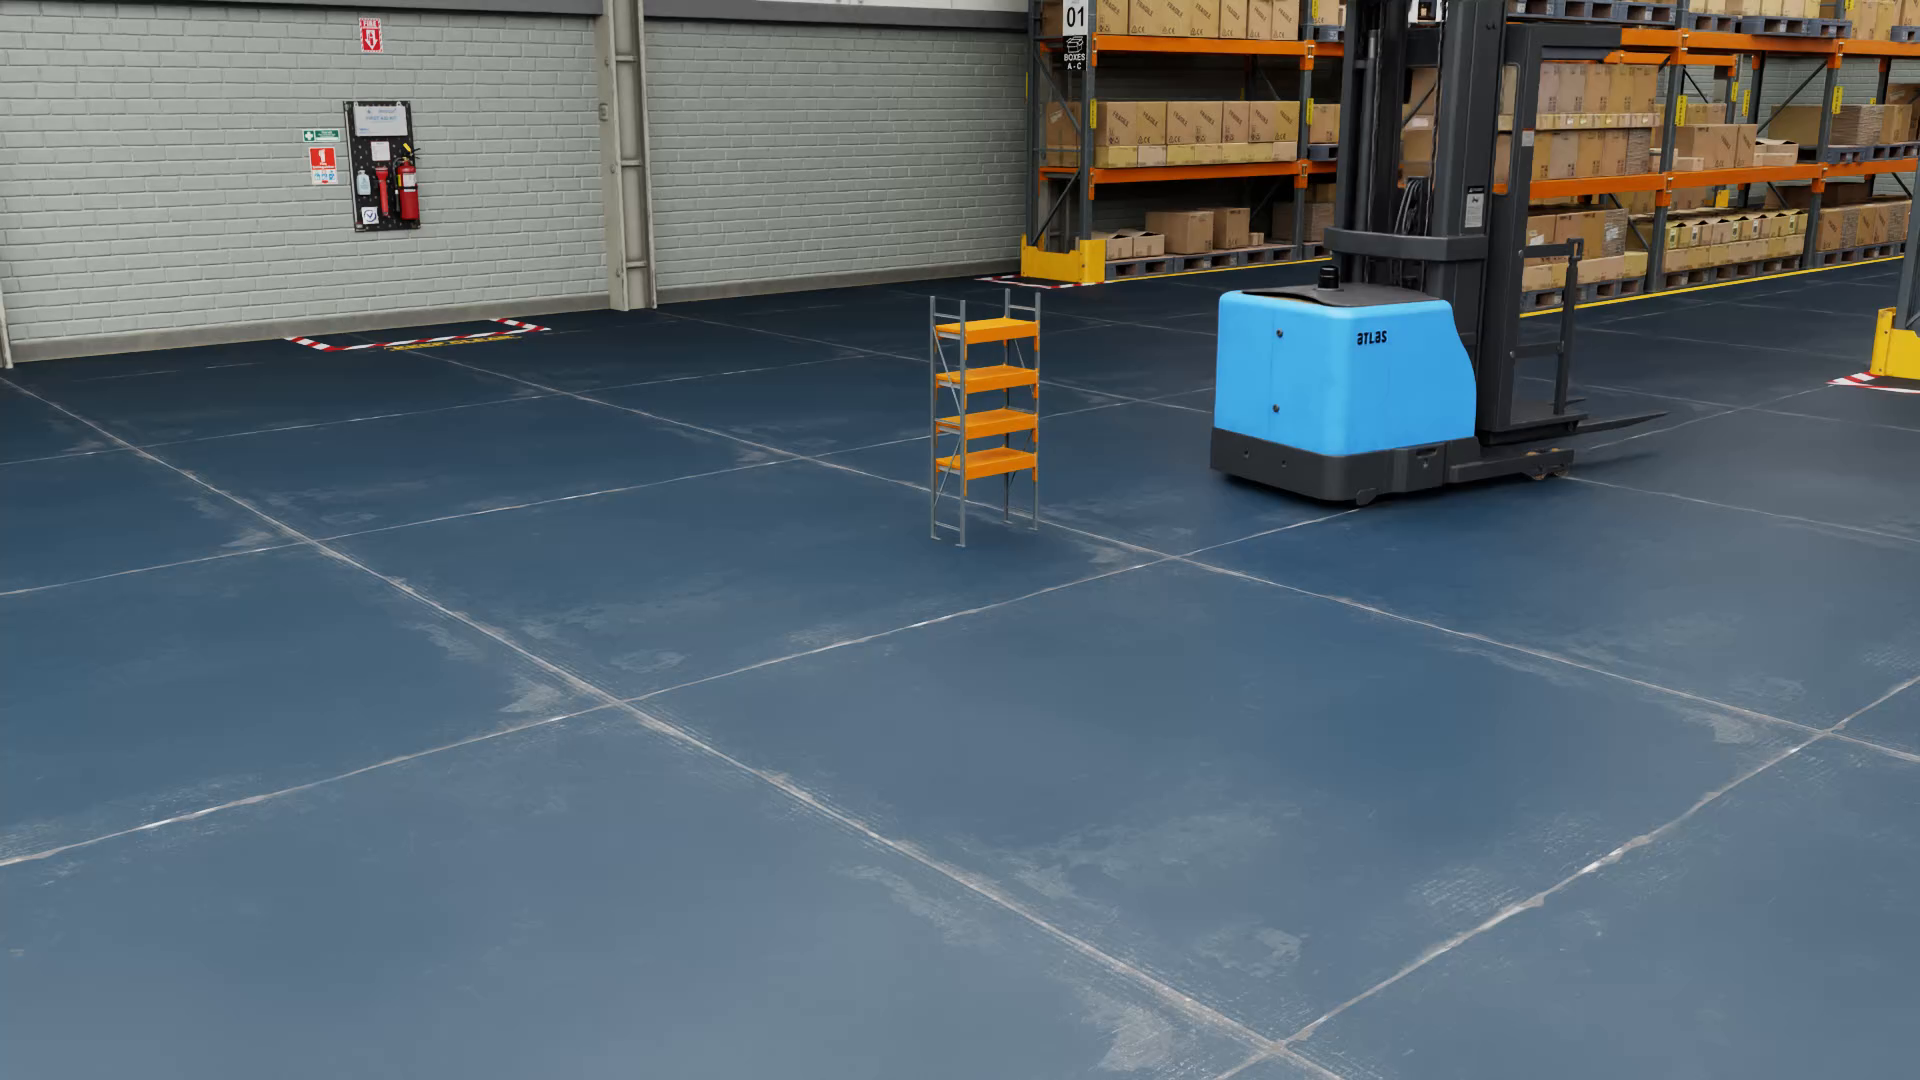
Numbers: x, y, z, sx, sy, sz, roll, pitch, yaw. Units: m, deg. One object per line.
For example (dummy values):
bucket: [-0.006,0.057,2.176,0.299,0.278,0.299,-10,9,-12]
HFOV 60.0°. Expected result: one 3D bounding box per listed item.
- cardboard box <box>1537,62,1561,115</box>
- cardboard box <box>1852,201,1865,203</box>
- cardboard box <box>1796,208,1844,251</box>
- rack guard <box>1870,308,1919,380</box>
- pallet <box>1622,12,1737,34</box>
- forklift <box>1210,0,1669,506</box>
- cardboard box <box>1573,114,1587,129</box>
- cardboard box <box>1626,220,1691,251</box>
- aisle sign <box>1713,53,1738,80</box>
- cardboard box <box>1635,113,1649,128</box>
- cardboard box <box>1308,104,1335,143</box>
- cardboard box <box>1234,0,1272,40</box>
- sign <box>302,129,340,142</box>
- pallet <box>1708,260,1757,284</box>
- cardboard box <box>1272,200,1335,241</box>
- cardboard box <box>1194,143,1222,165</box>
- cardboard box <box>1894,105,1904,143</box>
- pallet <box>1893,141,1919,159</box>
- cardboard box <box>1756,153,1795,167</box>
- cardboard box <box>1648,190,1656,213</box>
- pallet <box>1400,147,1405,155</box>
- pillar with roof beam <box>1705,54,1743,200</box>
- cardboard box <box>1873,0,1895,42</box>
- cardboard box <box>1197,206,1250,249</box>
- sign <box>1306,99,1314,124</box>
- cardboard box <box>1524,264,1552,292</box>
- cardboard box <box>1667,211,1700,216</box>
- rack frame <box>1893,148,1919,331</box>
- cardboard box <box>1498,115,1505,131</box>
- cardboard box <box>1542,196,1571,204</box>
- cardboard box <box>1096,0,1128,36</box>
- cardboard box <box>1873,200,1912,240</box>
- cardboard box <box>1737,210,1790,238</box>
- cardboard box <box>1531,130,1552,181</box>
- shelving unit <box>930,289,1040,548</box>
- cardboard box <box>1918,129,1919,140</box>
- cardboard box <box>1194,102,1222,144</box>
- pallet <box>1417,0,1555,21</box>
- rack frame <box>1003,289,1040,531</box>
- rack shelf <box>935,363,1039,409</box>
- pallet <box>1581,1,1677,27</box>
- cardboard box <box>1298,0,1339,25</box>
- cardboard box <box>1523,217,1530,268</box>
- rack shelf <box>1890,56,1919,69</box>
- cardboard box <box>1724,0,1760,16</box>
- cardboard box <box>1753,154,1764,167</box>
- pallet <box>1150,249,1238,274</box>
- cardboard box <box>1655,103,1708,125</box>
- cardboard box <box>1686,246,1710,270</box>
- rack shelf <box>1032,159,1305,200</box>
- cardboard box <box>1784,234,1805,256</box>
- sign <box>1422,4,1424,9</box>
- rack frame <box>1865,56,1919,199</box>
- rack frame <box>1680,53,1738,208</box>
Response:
cardboard box: [5.601,-4.561,16.804,0.500,0.500,0.700,-13,19,-39]
cardboard box: [12.178,-4.452,23.096,0.500,0.500,0.500,-12,19,-39]
cardboard box: [10.994,-4.006,21.426,0.500,0.500,0.500,-12,19,-37]
rack guard: [7.703,-1.474,12.799,0.348,0.500,1.175,-13,19,-39]
pallet: [8.102,-5.811,18.750,1.217,0.209,0.805,-14,20,-42]
forklift: [2.955,-1.861,9.538,3.031,2.935,1.130,-9,17,-31]
cardboard box: [6.223,-4.316,17.143,0.250,0.149,0.380,-12,19,-38]
cardboard box: [7.920,-3.469,18.852,0.500,0.311,0.500,-13,19,-39]
aisle sign: [13.494,-8.508,29.253,0.004,0.787,0.394,-13,19,-39]
cardboard box: [7.193,-4.535,17.963,0.250,0.149,0.380,-13,20,-41]
cardboard box: [4.597,-5.606,22.380,0.500,0.500,0.700,-13,19,-39]
cardboard box: [3.582,-6.556,20.937,0.500,0.500,0.500,14,20,42]
sign: [-5.758,-3.646,14.992,0.331,0.109,0.001,-13,19,-39]
pallet: [8.896,-3.295,20.177,1.213,0.211,1.003,-13,19,-39]
cardboard box: [4.735,-4.399,22.896,0.500,0.500,0.700,-12,19,-38]
cardboard box: [2.903,-4.807,20.687,0.500,0.250,0.500,-12,19,-39]
cardboard box: [12.499,-5.743,22.930,0.500,0.500,0.700,-9,17,-31]
pallet: [12.806,-5.450,23.215,1.213,0.211,1.003,-13,19,-39]
cardboard box: [9.965,-4.652,20.341,0.250,0.149,0.380,-13,19,-39]
cardboard box: [11.627,-5.894,28.533,0.500,0.500,0.700,-12,19,-38]
pallet: [6.740,-5.709,24.183,1.003,0.211,1.213,-13,19,-39]
pillar with roof beam: [17.538,-9.985,28.193,0.400,9.000,9.100,-13,19,-39]
cardboard box: [11.547,-6.732,21.635,0.500,0.500,0.910,-13,19,-39]
cardboard box: [3.434,-4.087,21.730,0.500,0.500,0.500,14,21,43]
sign: [4.552,-5.580,21.649,0.005,0.325,0.100,-13,19,-39]
cardboard box: [5.730,-2.717,17.122,0.500,0.250,0.500,-13,19,-39]
cardboard box: [8.710,-3.830,20.203,0.500,0.311,0.500,-13,20,-40]
rack frame: [7.676,-2.660,12.394,0.127,3.000,1.000,-13,19,-39]
cardboard box: [5.062,-4.056,16.171,0.250,0.149,0.380,-13,20,-41]
cardboard box: [9.152,-5.499,26.375,0.750,0.750,0.750,-12,19,-38]
cardboard box: [1.589,-6.103,19.242,0.500,0.500,0.500,-12,19,-38]
cardboard box: [12.917,-4.441,23.054,0.500,0.500,0.500,-13,19,-39]
cardboard box: [9.841,-3.899,20.462,0.500,0.311,0.500,-13,20,-40]
cardboard box: [5.559,-3.922,16.928,0.500,0.500,0.700,-12,19,-39]
shelving unit: [0.125,-0.608,8.200,0.503,1.200,0.258,-13,19,-39]
cardboard box: [14.043,-5.739,23.729,0.500,0.500,0.500,-12,19,-38]
cardboard box: [2.885,-5.168,20.584,0.500,0.500,0.500,-12,19,-38]
pallet: [4.978,-5.146,16.060,1.213,0.211,1.003,-13,19,-39]
rack frame: [0.309,-0.649,8.355,0.015,1.200,0.240,-13,19,-39]
rack shelf: [0.125,-0.759,8.160,0.480,0.148,0.258,-13,19,-39]
pallet: [6.819,-5.559,17.608,1.213,0.211,1.003,-13,19,-39]
cardboard box: [4.655,-7.043,21.986,0.500,0.500,0.500,-9,18,-32]
cardboard box: [5.354,-2.994,16.707,0.500,0.500,0.500,-13,19,-39]
rack shelf: [14.989,-7.098,24.591,4.000,0.370,1.077,-13,19,-39]
cardboard box: [8.928,-6.194,19.289,0.500,0.250,0.500,14,20,42]
cardboard box: [9.537,-4.631,20.263,0.250,0.149,0.380,-11,18,-35]
pallet: [2.786,-3.590,21.282,1.213,0.211,1.003,-13,19,-39]
cardboard box: [12.323,-7.230,28.923,0.700,0.700,0.980,-13,20,-40]
cardboard box: [8.298,-3.283,19.243,0.500,0.250,0.500,-12,19,-38]
rack shelf: [2.682,-4.579,20.976,4.000,0.370,1.077,-13,19,-39]
cardboard box: [10.226,-3.718,20.869,0.500,0.250,0.500,-12,19,-38]
sign: [6.850,-7.790,24.634,0.005,0.325,0.100,-13,19,-39]
rack frame: [13.480,-5.657,23.617,0.127,3.000,1.000,-13,19,-39]
rack frame: [13.243,-7.299,29.762,0.127,3.000,1.000,-13,19,-39]
